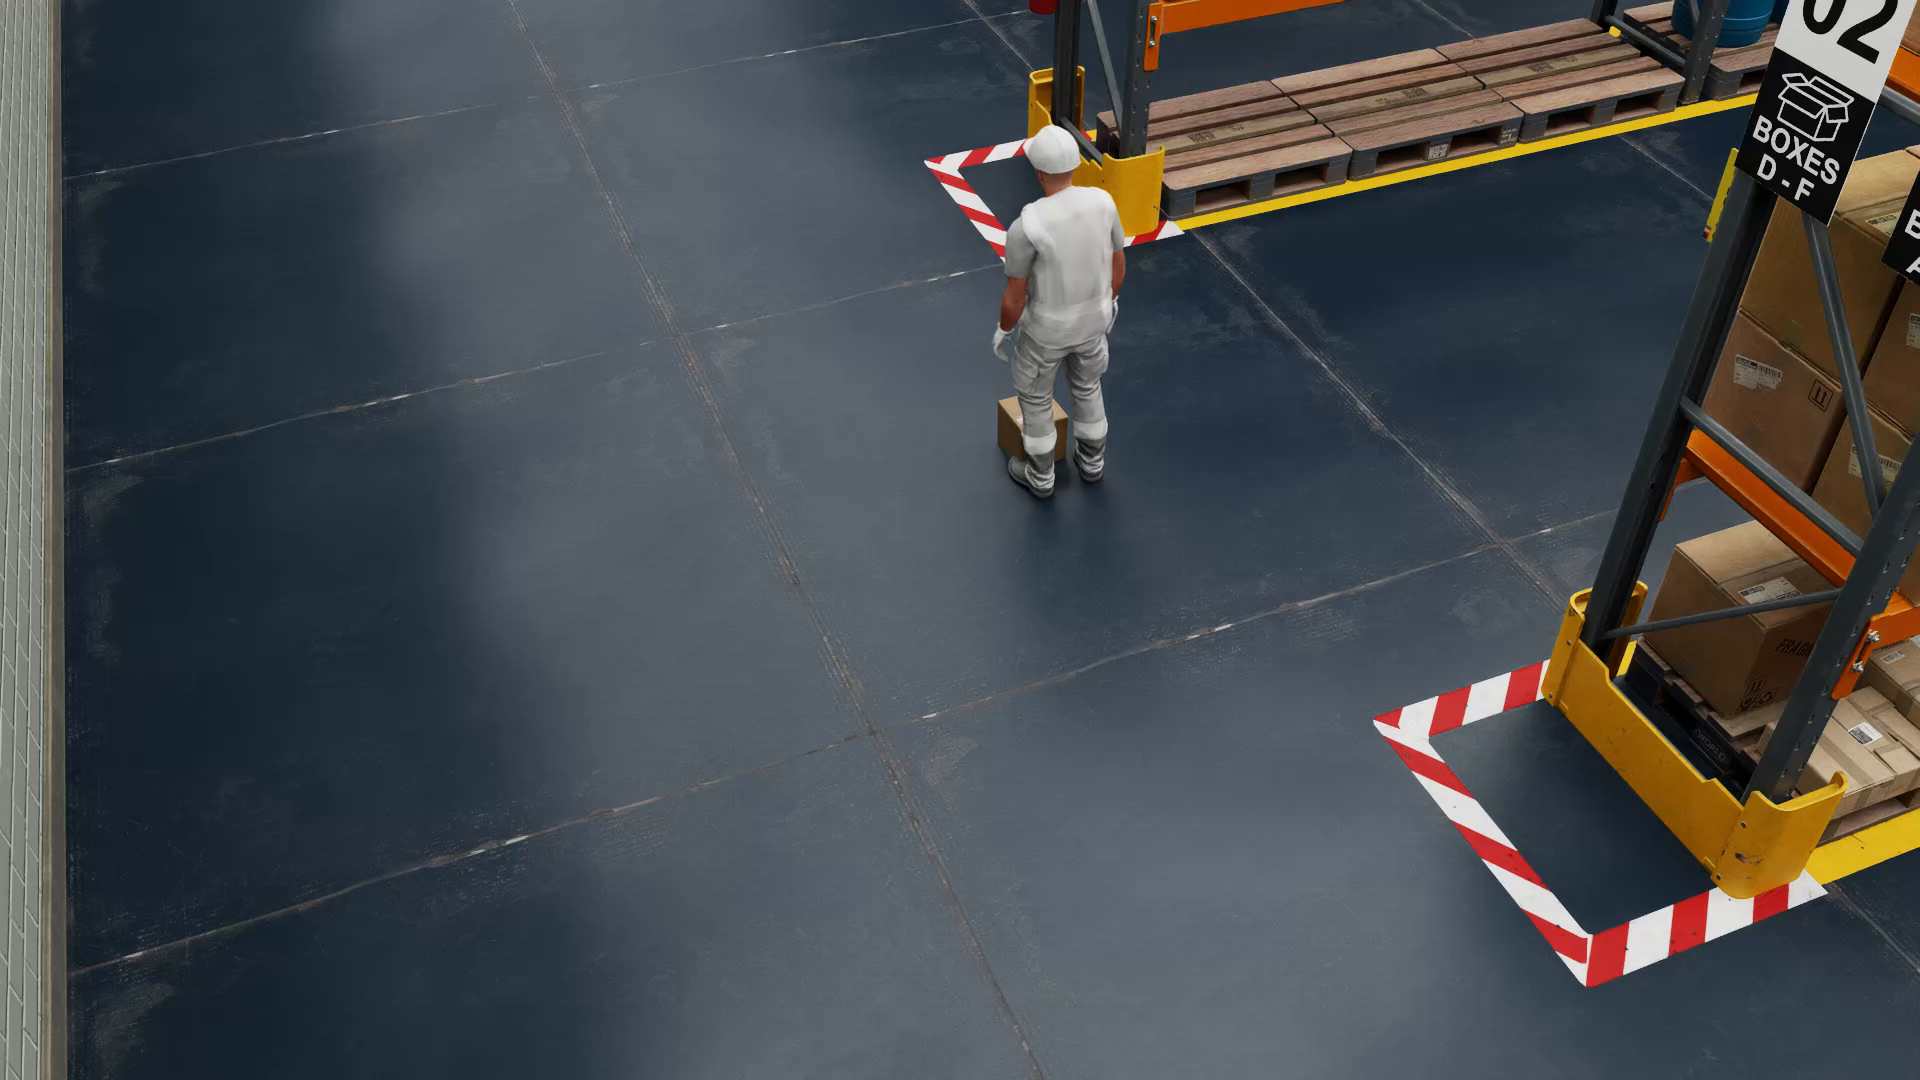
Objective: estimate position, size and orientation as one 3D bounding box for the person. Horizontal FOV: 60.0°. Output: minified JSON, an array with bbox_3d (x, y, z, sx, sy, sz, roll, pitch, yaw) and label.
[{"bbox_3d":[0.426,-0.958,7.234,0.620,1.780,0.446,-18,44,-19],"label":"person"}]
